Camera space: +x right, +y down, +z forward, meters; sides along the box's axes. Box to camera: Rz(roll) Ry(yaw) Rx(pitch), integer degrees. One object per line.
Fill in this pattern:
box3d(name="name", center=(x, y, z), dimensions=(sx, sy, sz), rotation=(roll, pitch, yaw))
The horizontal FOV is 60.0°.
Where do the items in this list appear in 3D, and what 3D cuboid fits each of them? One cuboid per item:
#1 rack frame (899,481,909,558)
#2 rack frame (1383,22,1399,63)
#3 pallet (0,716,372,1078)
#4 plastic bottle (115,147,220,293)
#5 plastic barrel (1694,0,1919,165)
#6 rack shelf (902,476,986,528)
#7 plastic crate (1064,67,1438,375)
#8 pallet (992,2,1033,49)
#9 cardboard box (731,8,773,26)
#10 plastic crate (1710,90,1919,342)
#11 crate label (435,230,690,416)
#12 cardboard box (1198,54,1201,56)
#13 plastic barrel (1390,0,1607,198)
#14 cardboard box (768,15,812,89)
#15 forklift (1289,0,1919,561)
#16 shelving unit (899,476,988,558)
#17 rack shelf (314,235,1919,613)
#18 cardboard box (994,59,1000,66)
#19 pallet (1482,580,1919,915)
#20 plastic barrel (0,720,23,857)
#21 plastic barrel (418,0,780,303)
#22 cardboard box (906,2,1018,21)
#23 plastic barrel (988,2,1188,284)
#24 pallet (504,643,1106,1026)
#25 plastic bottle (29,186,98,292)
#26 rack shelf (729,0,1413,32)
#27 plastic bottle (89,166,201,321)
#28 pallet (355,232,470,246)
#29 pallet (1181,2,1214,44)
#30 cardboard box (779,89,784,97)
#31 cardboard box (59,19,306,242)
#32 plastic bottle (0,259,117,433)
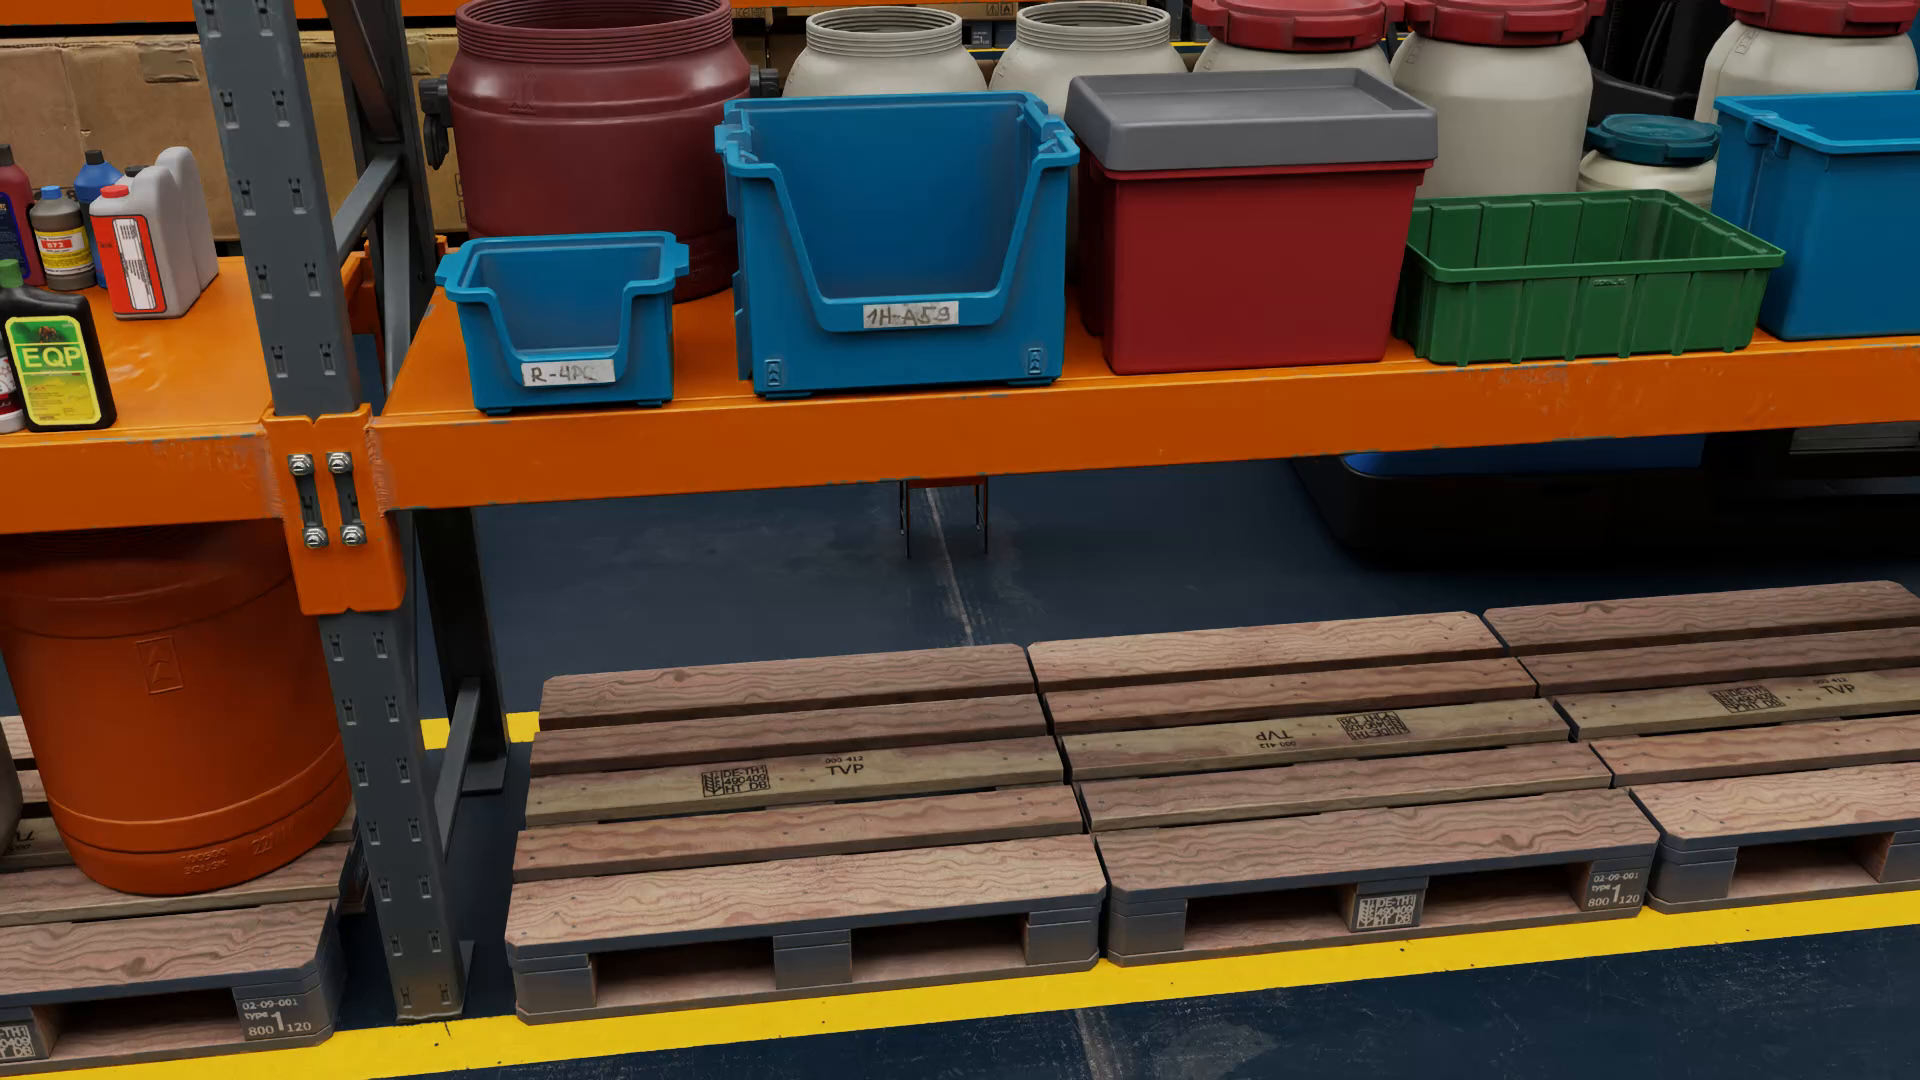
box3d(name="rack frame", center=(-0.174, -0.456, 4.989), dimensions=(0.008, 1.050, 0.200), rotation=(-4, 27, -7))
box3d(name="rack frame", center=(2.132, -3.082, 7.971), dimensions=(0.127, 3.000, 1.000), rotation=(-4, 27, -7))
box3d(name="pallet", center=(-1.914, 0.721, 3.613), dimensions=(1.213, 0.211, 1.003), rotation=(-4, 27, -7))
box3d(name="plastic bottle", center=(-1.612, -0.652, 3.371), dimensions=(0.135, 0.276, 0.152), rotation=(-4, 27, -7))
box3d(name="plastic barrel", center=(1.844, -0.942, 3.651), dimensions=(0.433, 0.535, 0.433), rotation=(0, 27, 0))
box3d(name="rack shelf", center=(-0.053, -0.207, 5.135), dimensions=(0.240, 0.259, 0.215), rotation=(-4, 27, -7))
box3d(name="plastic crate", center=(0.504, -0.581, 3.027), dimensions=(0.583, 0.464, 0.402), rotation=(-4, 27, -7))
box3d(name="pallet", center=(0.788, -4.007, 12.828), dimensions=(1.213, 0.211, 1.003), rotation=(-4, 27, -7))
box3d(name="cardboard box", center=(-1.804, -4.260, 12.271), dimensions=(0.750, 0.750, 1.050), rotation=(-4, 27, -8))
box3d(name="plastic crate", center=(1.773, -0.625, 3.200), dimensions=(0.575, 0.384, 0.392), rotation=(-4, 27, -7))
box3d(name="crate label", center=(-0.669, -0.371, 2.871), dimensions=(0.416, 0.233, 0.303), rotation=(-4, 27, -7))
box3d(name="cardboard box", center=(1.521, -2.136, 8.384), dimensions=(0.500, 0.500, 0.700), rotation=(-6, 28, -11))
box3d(name="plastic barrel", center=(1.118, -0.895, 3.560), dimensions=(0.433, 0.535, 0.433), rotation=(0, 27, 0))
box3d(name="cardboard box", center=(-0.646, -2.339, 7.958), dimensions=(0.500, 0.250, 0.500), rotation=(-1, 27, -1))
box3d(name="forklift", center=(2.637, -1.495, 4.952), dimensions=(3.031, 2.935, 1.130), rotation=(-2, 27, -4))
box3d(name="shelving unit", center=(-0.053, -0.464, 5.004), dimensions=(0.252, 1.050, 0.215), rotation=(-4, 27, -7))
box3d(name="rack shelf", center=(0.842, -0.396, 3.523), dimensions=(4.000, 0.370, 1.077), rotation=(-4, 27, -7))
box3d(name="cardboard box", center=(0.492, -2.079, 8.272), dimensions=(0.500, 0.500, 0.700), rotation=(-6, 28, -12))
box3d(name="pallet", center=(2.050, 0.465, 4.112), dimensions=(1.213, 0.211, 1.003), rotation=(-4, 27, -7))
box3d(name="plastic barrel", center=(-2.167, 0.447, 3.359), dimensions=(0.421, 0.512, 0.421), rotation=(0, 27, 0))
box3d(name="plastic barrel", center=(-0.721, -0.815, 3.405), dimensions=(0.708, 0.536, 0.600), rotation=(-4, 27, -7))
box3d(name="cardboard box", center=(-0.017, -4.377, 12.498), dimensions=(0.750, 0.750, 1.050), rotation=(-4, 27, -7))
box3d(name="plastic barrel", center=(0.267, -0.827, 3.454), dimensions=(0.421, 0.512, 0.421), rotation=(0, 27, 0))
box3d(name="pallet", center=(-0.366, 0.620, 3.810), dimensions=(1.213, 0.211, 1.003), rotation=(-4, 27, -7))
box3d(name="plastic bottle", center=(-1.827, -0.618, 3.385), dimensions=(0.097, 0.201, 0.097), rotation=(0, 27, 0))
box3d(name="rack shelf", center=(0.152, -2.635, 7.887), dimensions=(4.000, 0.370, 1.077), rotation=(-4, 27, -7))
box3d(name="plastic bottle", center=(-1.591, -0.583, 3.237), dimensions=(0.135, 0.276, 0.152), rotation=(-4, 27, -7))
box3d(name="pallet", center=(-2.620, -1.571, 8.080), dimensions=(1.213, 0.211, 1.003), rotation=(-4, 27, -7))
box3d(name="pallet", center=(2.305, -4.103, 13.015), dimensions=(1.213, 0.211, 1.003), rotation=(-4, 27, -7))
box3d(name="cardboard box", center=(-0.620, -2.004, 8.126), dimensions=(0.500, 0.500, 0.700), rotation=(-6, 28, -11))
box3d(name="cardboard box", center=(-3.399, -1.981, 7.693), dimensions=(0.875, 0.875, 1.225), rotation=(-4, 27, -7))
box3d(name="plastic bottle", center=(-1.480, -0.318, 2.712), dimensions=(0.133, 0.283, 0.061), rotation=(-4, 27, -7))
